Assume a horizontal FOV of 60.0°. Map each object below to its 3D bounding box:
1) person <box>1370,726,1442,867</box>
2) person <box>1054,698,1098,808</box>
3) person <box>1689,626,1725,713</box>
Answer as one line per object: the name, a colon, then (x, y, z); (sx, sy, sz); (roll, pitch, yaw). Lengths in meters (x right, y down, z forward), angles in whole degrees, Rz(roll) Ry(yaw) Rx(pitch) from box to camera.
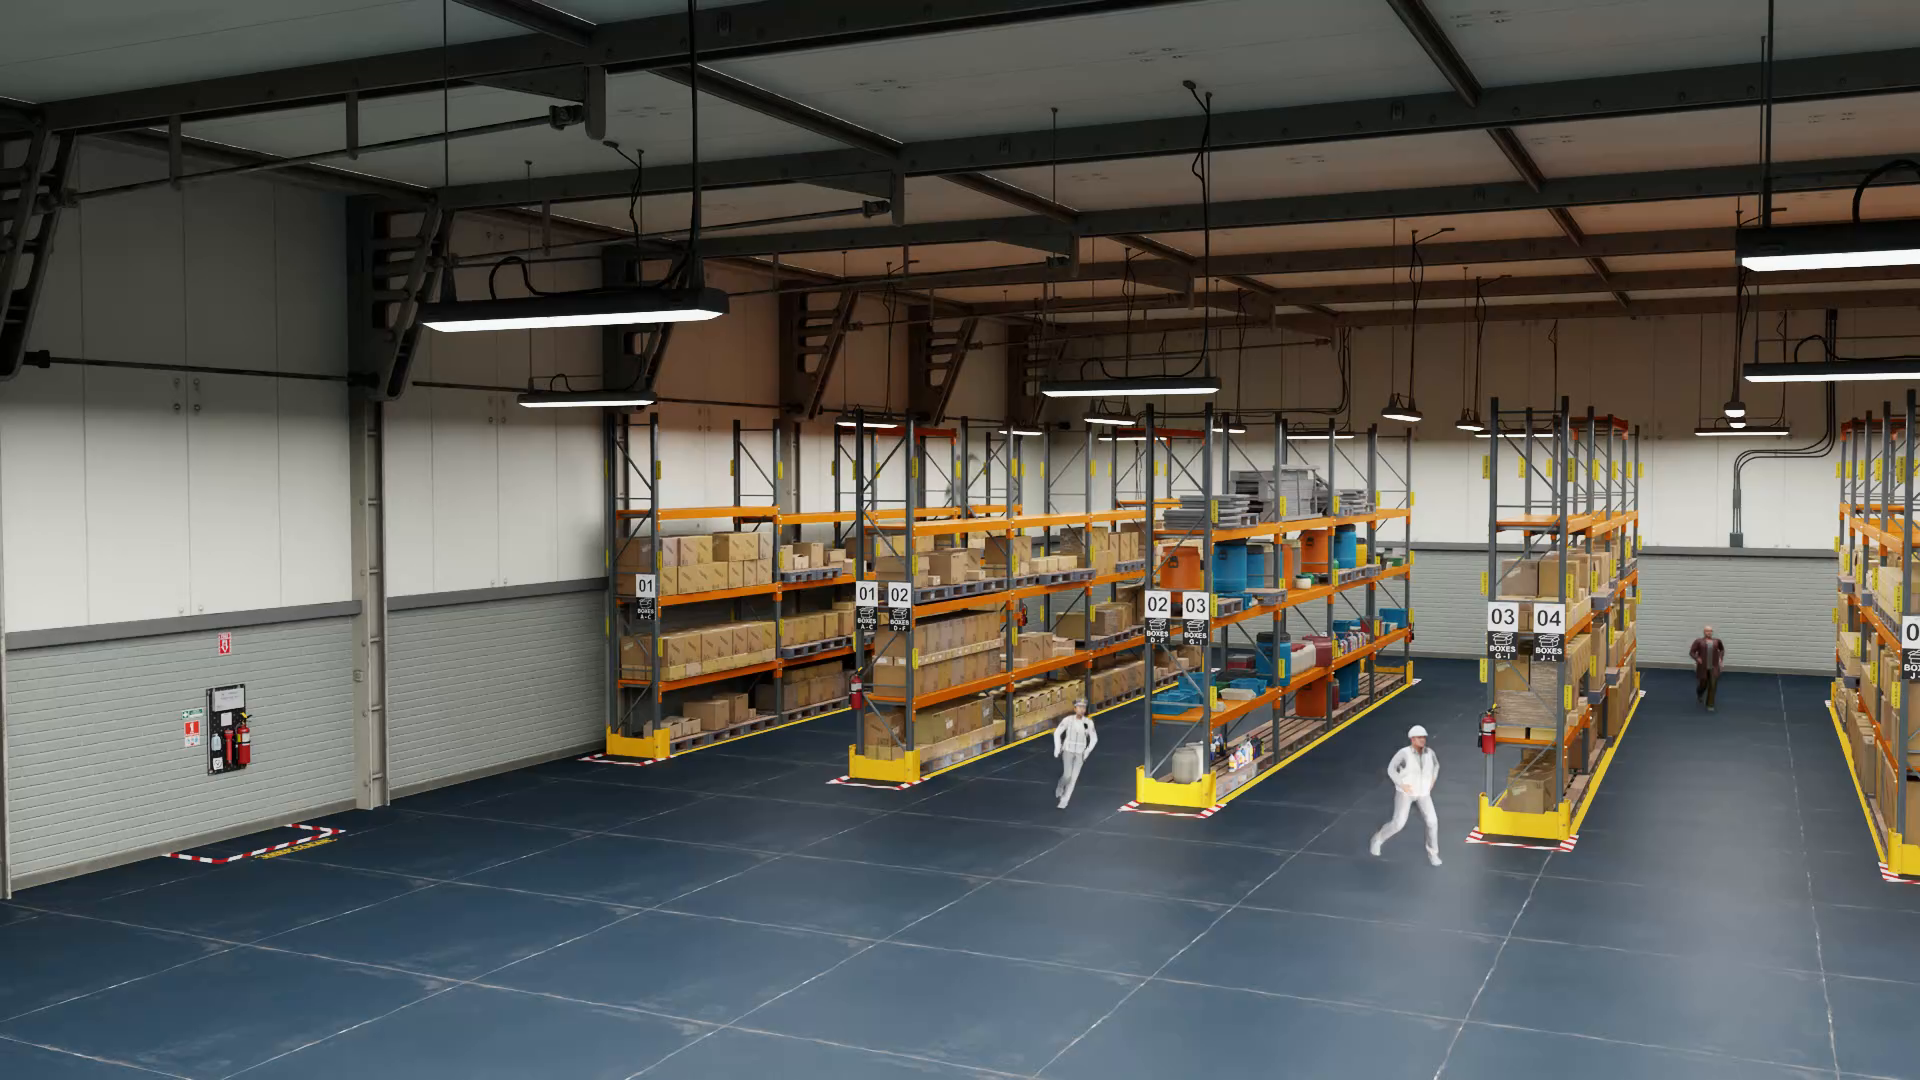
person: (5.759, 3.253, 21.265); (0.888, 1.771, 0.739); (-1, 2, -15)
person: (1.728, 3.152, 24.656); (0.640, 1.620, 0.504); (0, 2, -1)
person: (15.603, 2.671, 34.694); (0.712, 1.764, 0.918); (1, 2, 12)
